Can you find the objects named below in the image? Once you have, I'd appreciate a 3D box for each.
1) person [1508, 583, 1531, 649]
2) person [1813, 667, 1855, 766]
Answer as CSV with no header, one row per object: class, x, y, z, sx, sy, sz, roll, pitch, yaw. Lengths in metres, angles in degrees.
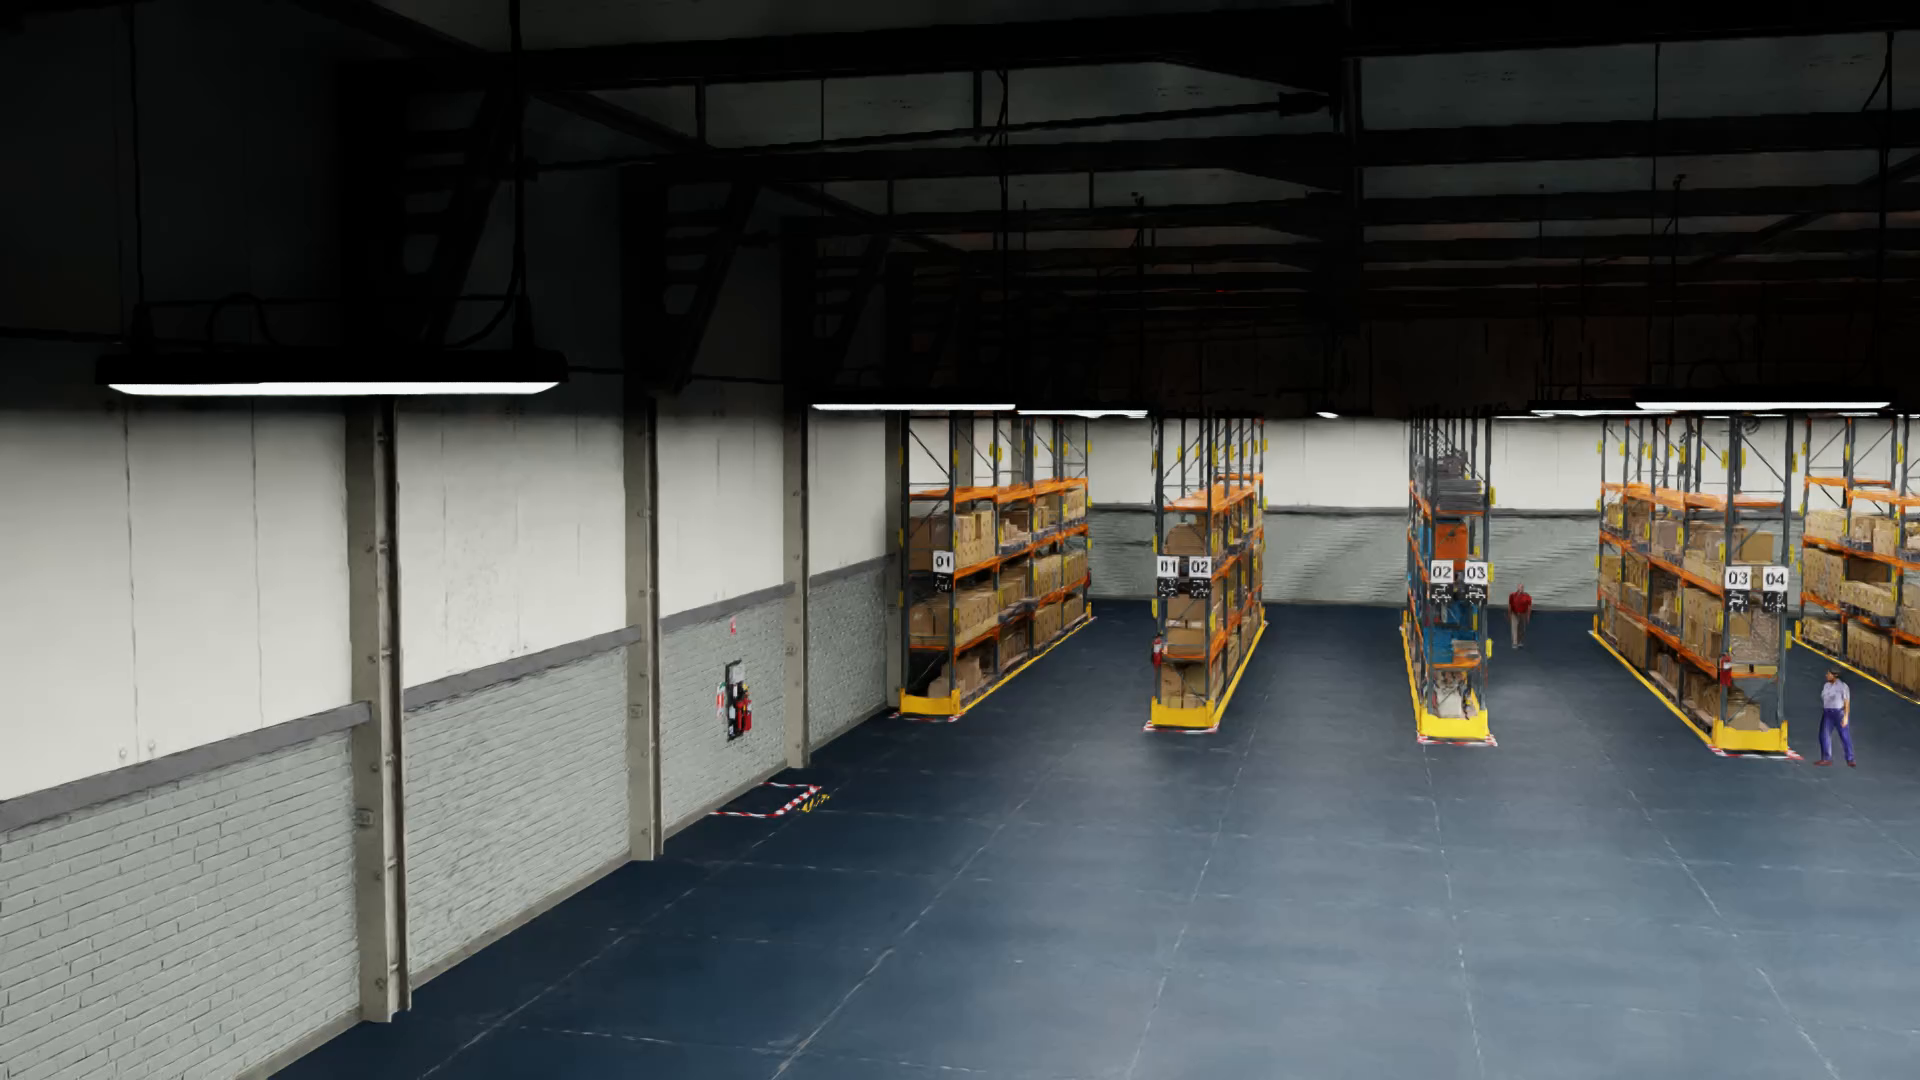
person,14.025,1.892,41.660,0.541,1.639,1.115,1,4,11
person,14.587,2.929,27.643,0.558,1.641,0.544,-2,4,-21
